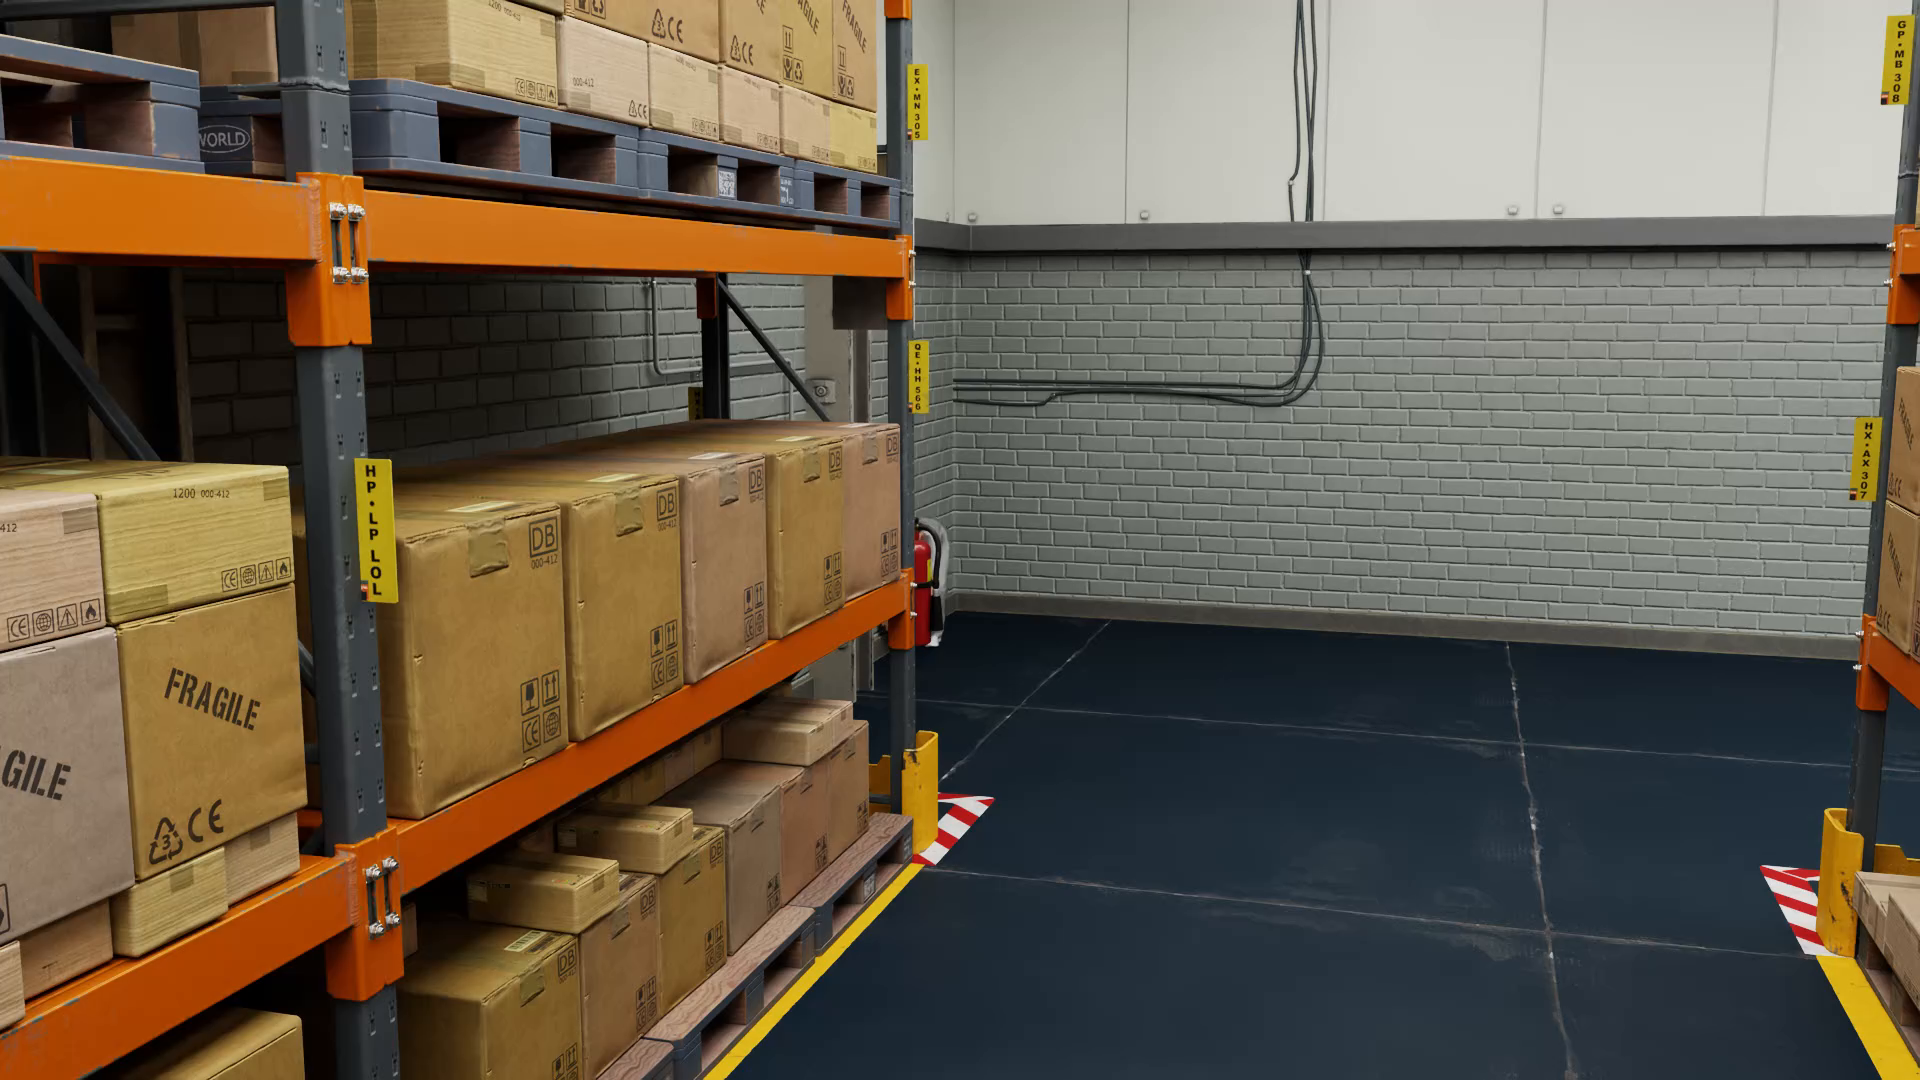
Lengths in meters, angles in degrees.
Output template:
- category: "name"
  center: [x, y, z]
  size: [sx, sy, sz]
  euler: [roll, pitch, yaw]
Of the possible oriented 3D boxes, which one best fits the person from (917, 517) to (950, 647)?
- category: "person"
  center: [-0.325, 0.304, 12.151]
  size: [0.457, 0.984, 0.867]
  euler: [2, 9, 13]
